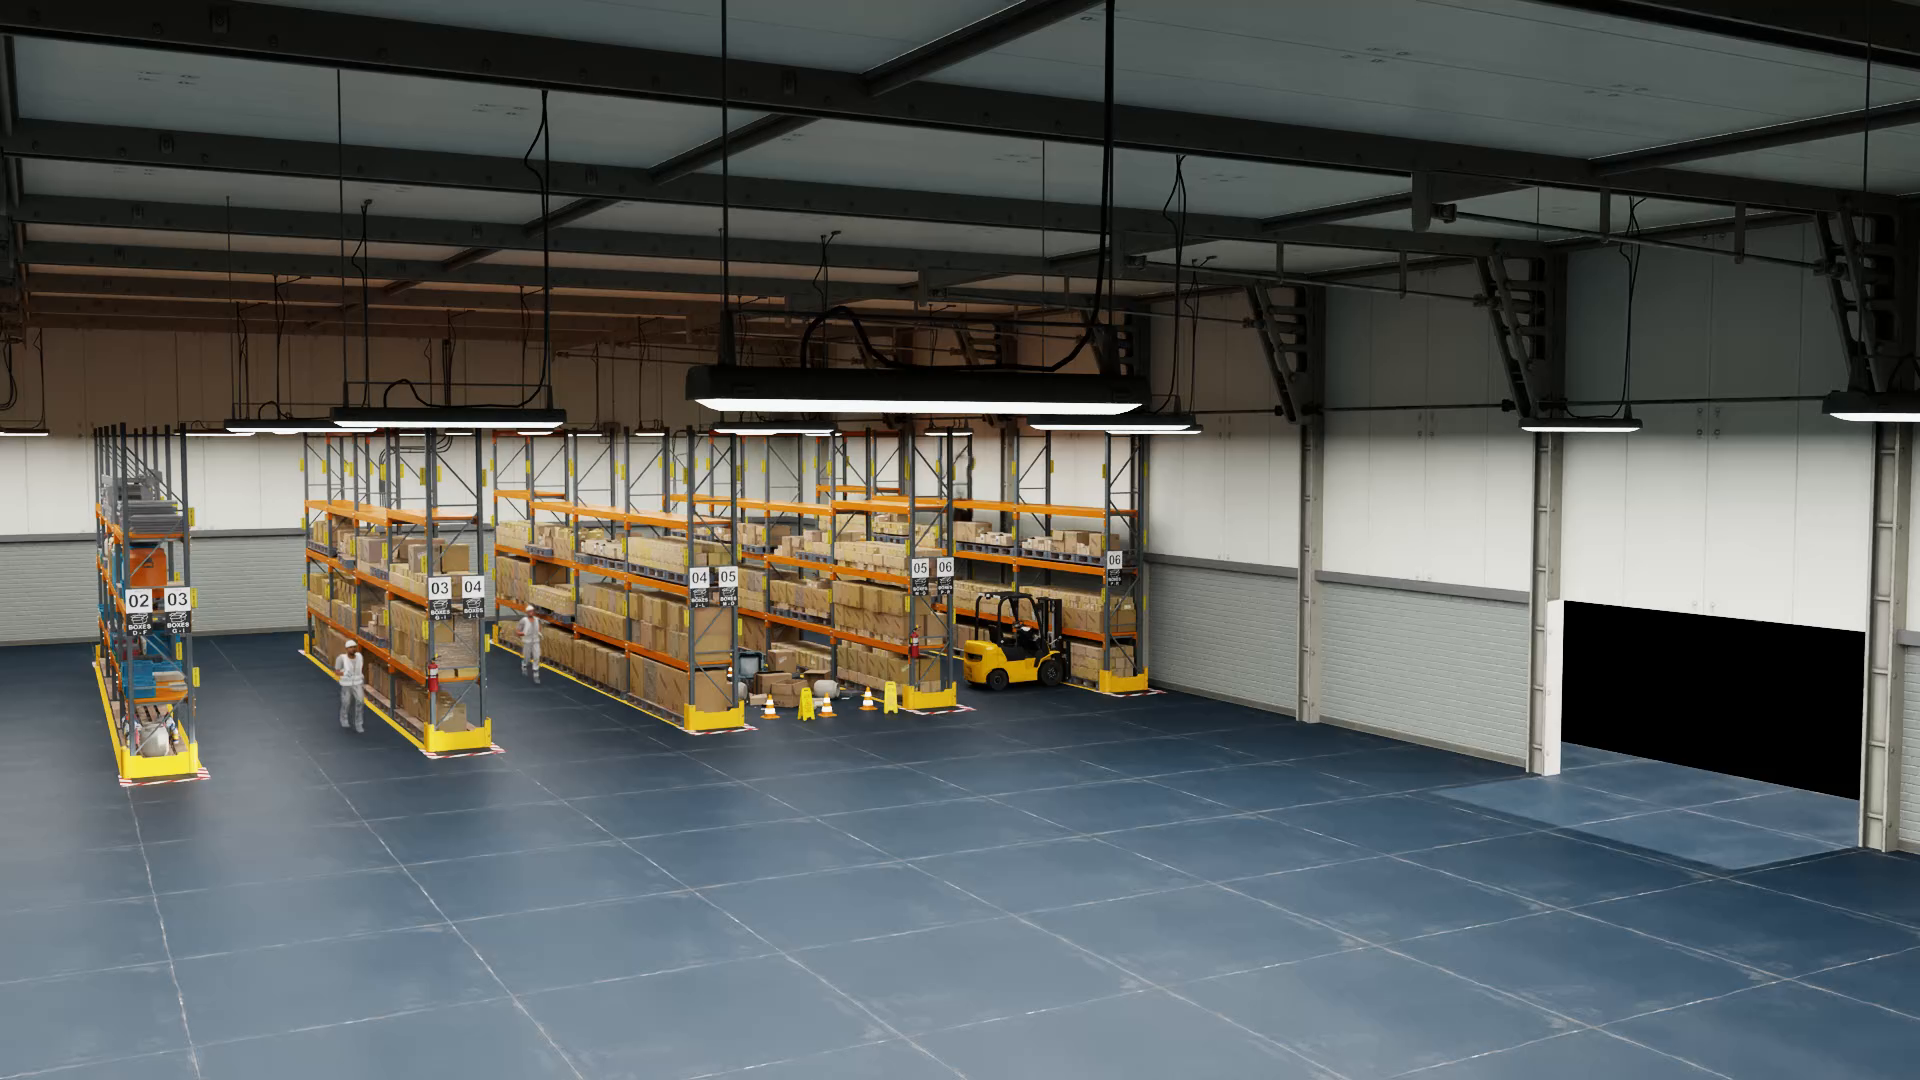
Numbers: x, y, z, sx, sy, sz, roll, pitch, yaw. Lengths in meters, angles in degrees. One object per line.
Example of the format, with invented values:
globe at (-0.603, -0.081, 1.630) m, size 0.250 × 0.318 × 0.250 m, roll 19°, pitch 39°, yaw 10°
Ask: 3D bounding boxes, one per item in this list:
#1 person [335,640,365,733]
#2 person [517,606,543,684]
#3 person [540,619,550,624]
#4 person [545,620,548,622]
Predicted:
person at (-11.930, 2.865, 32.555) m, size 0.612 × 1.830 × 0.839 m, roll -2°, pitch 4°, yaw -33°
person at (-10.148, 2.449, 39.273) m, size 0.654 × 1.811 × 0.991 m, roll -2°, pitch 4°, yaw -32°
person at (-12.210, 1.919, 48.293) m, size 0.681 × 1.731 × 0.605 m, roll 1°, pitch 4°, yaw 13°
person at (-12.272, 1.888, 50.100) m, size 0.628 × 1.661 × 0.817 m, roll 3°, pitch 5°, yaw 45°
